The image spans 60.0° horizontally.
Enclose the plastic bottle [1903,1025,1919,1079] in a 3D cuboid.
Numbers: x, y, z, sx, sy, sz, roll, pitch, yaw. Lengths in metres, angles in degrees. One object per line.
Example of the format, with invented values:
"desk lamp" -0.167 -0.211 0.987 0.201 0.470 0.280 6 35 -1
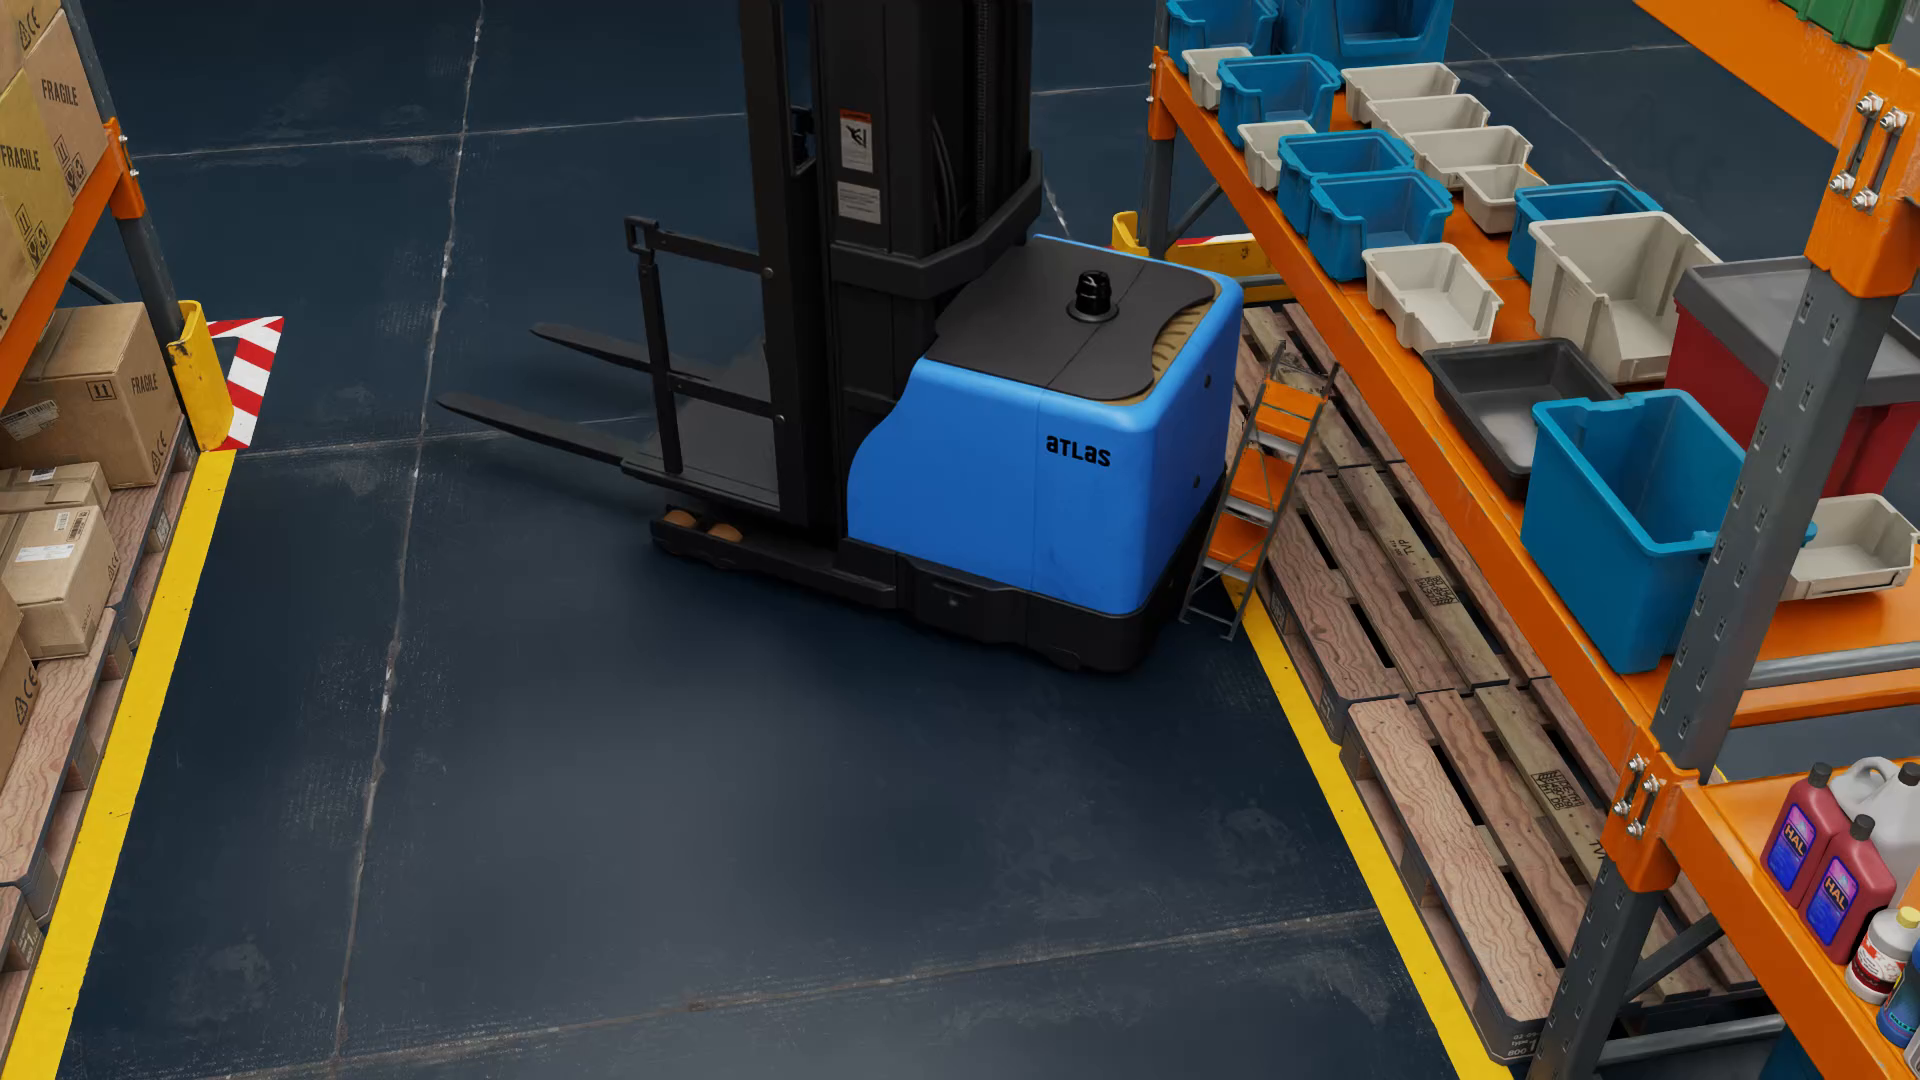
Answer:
"plastic bottle" 1.751 0.839 2.826 0.152 0.276 0.135 -6 38 -8

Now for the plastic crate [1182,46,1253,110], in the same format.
"plastic crate" 0.973 -1.700 6.159 0.250 0.136 0.298 -6 38 -8

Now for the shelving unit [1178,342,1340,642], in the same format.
"shelving unit" 0.979 -0.138 5.521 0.215 1.050 0.252 21 43 10

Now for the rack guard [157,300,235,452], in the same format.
"rack guard" -3.585 -0.604 6.620 1.175 0.500 0.348 -6 38 -8

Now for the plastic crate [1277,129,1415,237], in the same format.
"plastic crate" 1.229 -1.145 5.367 0.416 0.233 0.300 -6 38 -8

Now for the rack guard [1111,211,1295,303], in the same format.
"rack guard" 1.262 -1.193 7.379 1.175 0.500 0.348 -6 38 -8

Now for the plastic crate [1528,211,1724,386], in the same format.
"plastic crate" 1.894 -0.670 4.716 0.437 0.282 0.530 -6 38 -8

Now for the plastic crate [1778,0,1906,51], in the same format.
"plastic crate" 1.609 -1.076 2.917 0.450 0.188 0.662 -6 38 -8

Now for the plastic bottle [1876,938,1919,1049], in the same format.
"plastic bottle" 1.703 0.774 2.914 0.097 0.271 0.097 0 38 0

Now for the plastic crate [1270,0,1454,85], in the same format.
"plastic crate" 1.522 -2.023 6.331 0.616 0.435 0.499 -6 38 -8

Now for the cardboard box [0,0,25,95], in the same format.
"cardboard box" -3.160 -1.527 4.874 0.500 0.500 0.500 -5 38 -7

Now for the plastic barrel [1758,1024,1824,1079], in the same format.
"plastic barrel" 2.059 1.242 3.575 0.600 0.901 0.708 -6 38 -8

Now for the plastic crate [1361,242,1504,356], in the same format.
"plastic crate" 1.379 -0.690 4.860 0.293 0.136 0.466 -6 38 -8

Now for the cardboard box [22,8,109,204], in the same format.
"cardboard box" -3.252 -1.435 5.571 0.500 0.500 0.500 -5 38 -7

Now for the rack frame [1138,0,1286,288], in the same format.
"rack frame" 1.279 -2.167 6.595 1.000 3.000 0.127 -6 38 -8

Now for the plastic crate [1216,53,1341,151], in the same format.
"plastic crate" 1.114 -1.543 5.878 0.416 0.233 0.300 -6 38 -8

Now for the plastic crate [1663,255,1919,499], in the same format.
"plastic crate" 2.071 -0.367 4.176 0.402 0.464 0.583 -6 38 -8

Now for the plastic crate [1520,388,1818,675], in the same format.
"plastic crate" 1.563 -0.014 3.787 0.392 0.384 0.575 -6 38 -8

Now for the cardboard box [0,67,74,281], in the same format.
"cardboard box" -3.157 -1.122 5.168 0.500 0.500 0.500 -6 38 -8

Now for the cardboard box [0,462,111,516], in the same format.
"cardboard box" -3.278 -0.136 5.930 0.380 0.166 0.250 -6 38 -8

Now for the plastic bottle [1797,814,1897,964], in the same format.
"plastic bottle" 1.648 0.643 3.073 0.061 0.283 0.133 -6 38 -8

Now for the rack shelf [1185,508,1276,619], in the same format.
"rack shelf" 0.934 0.071 5.714 0.215 0.259 0.240 21 43 10

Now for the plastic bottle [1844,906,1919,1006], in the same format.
"plastic bottle" 1.686 0.743 3.011 0.097 0.201 0.097 0 38 0

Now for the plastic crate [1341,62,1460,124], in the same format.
"plastic crate" 1.600 -1.614 6.048 0.396 0.136 0.243 -6 38 -8

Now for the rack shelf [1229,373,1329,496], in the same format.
"rack shelf" 1.023 -0.336 5.338 0.215 0.259 0.240 21 43 10

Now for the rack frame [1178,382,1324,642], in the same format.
"rack frame" 0.935 -0.066 5.432 0.200 1.050 0.008 21 43 10

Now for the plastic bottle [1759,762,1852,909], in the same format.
"plastic bottle" 1.625 0.562 3.177 0.061 0.283 0.133 -6 38 -8

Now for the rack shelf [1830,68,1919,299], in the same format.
"rack shelf" 2.331 0.556 1.231 1.077 0.370 4.000 -6 38 -8

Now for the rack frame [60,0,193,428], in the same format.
"rack frame" -3.598 -1.637 5.912 1.000 3.000 0.127 -6 38 -8

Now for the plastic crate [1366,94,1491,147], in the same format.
"plastic crate" 1.637 -1.437 5.821 0.396 0.136 0.243 -6 38 -8

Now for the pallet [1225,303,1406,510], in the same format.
"pallet" 1.386 -0.564 6.804 1.003 0.211 1.213 -6 38 -8

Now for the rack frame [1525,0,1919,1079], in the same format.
"rack frame" 1.980 0.249 3.485 1.000 3.000 0.127 -6 38 -8

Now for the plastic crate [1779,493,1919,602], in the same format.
"plastic crate" 2.040 0.033 3.929 0.396 0.136 0.243 -6 38 -8

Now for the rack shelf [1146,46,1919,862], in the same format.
"rack shelf" 1.630 -0.675 5.261 1.077 0.370 4.000 -6 38 -8

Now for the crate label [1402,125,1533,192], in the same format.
"crate label" 1.710 -1.272 5.608 0.396 0.136 0.243 -6 38 -8

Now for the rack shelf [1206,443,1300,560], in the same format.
"rack shelf" 0.978 -0.130 5.528 0.215 0.259 0.240 21 43 10

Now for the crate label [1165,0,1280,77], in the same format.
"crate label" 0.998 -1.940 6.390 0.416 0.233 0.303 -6 38 -8

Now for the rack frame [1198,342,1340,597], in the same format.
"rack frame" 1.024 -0.210 5.609 0.200 1.050 0.008 21 43 10

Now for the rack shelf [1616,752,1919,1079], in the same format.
"rack shelf" 2.331 1.741 2.151 1.077 0.370 4.000 -6 38 -8

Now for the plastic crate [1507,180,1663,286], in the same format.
"plastic crate" 1.892 -0.912 5.067 0.416 0.233 0.300 -6 38 -8

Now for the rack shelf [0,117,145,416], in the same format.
"rack shelf" -3.247 -0.145 4.578 1.077 0.370 4.000 -6 38 -8

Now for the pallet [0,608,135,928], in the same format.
"pallet" -3.234 0.727 5.142 1.003 0.211 1.213 -6 38 -8

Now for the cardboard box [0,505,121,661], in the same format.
"cardboard box" -3.123 0.154 5.489 0.500 0.250 0.500 -6 38 -8

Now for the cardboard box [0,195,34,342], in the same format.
"cardboard box" -3.075 -0.820 4.779 0.500 0.500 0.500 -6 38 -8

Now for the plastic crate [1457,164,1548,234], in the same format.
"plastic crate" 1.780 -1.095 5.380 0.298 0.136 0.250 -6 38 -8

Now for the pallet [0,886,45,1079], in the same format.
"pallet" -3.016 1.465 4.192 1.003 0.211 1.213 -6 38 -8

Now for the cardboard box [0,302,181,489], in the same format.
"cardboard box" -3.260 -0.522 6.155 0.500 0.500 0.500 -6 38 -8

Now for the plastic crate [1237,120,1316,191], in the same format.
"plastic crate" 1.092 -1.290 5.632 0.250 0.136 0.298 -6 38 -8

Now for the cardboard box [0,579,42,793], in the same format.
"cardboard box" -3.231 0.457 4.893 0.797 0.503 0.637 -6 38 -8

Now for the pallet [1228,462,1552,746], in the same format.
"pallet" 1.596 0.171 5.857 1.003 0.211 1.213 -6 38 -8

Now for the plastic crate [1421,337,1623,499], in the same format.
"plastic crate" 1.520 -0.314 4.384 0.437 0.125 0.590 -6 38 -8

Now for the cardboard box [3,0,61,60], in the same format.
"cardboard box" -3.249 -1.832 5.267 0.500 0.500 0.500 -7 38 -8

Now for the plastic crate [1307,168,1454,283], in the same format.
"plastic crate" 1.282 -0.964 5.133 0.416 0.233 0.300 -6 38 -8

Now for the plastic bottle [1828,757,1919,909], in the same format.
"plastic bottle" 1.730 0.540 3.150 0.144 0.351 0.185 -6 38 -8

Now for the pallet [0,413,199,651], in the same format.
"pallet" -3.444 -0.008 6.089 1.003 0.211 1.213 -6 38 -8

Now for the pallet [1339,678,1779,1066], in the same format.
"pallet" 1.813 0.910 4.907 1.003 0.211 1.213 -6 38 -8

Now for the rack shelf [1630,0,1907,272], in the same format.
"rack shelf" 1.630 -1.860 4.340 1.077 0.370 4.000 -6 38 -8

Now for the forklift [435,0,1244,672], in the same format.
"forklift" -0.577 -1.325 5.567 3.031 2.935 1.130 16 41 20
